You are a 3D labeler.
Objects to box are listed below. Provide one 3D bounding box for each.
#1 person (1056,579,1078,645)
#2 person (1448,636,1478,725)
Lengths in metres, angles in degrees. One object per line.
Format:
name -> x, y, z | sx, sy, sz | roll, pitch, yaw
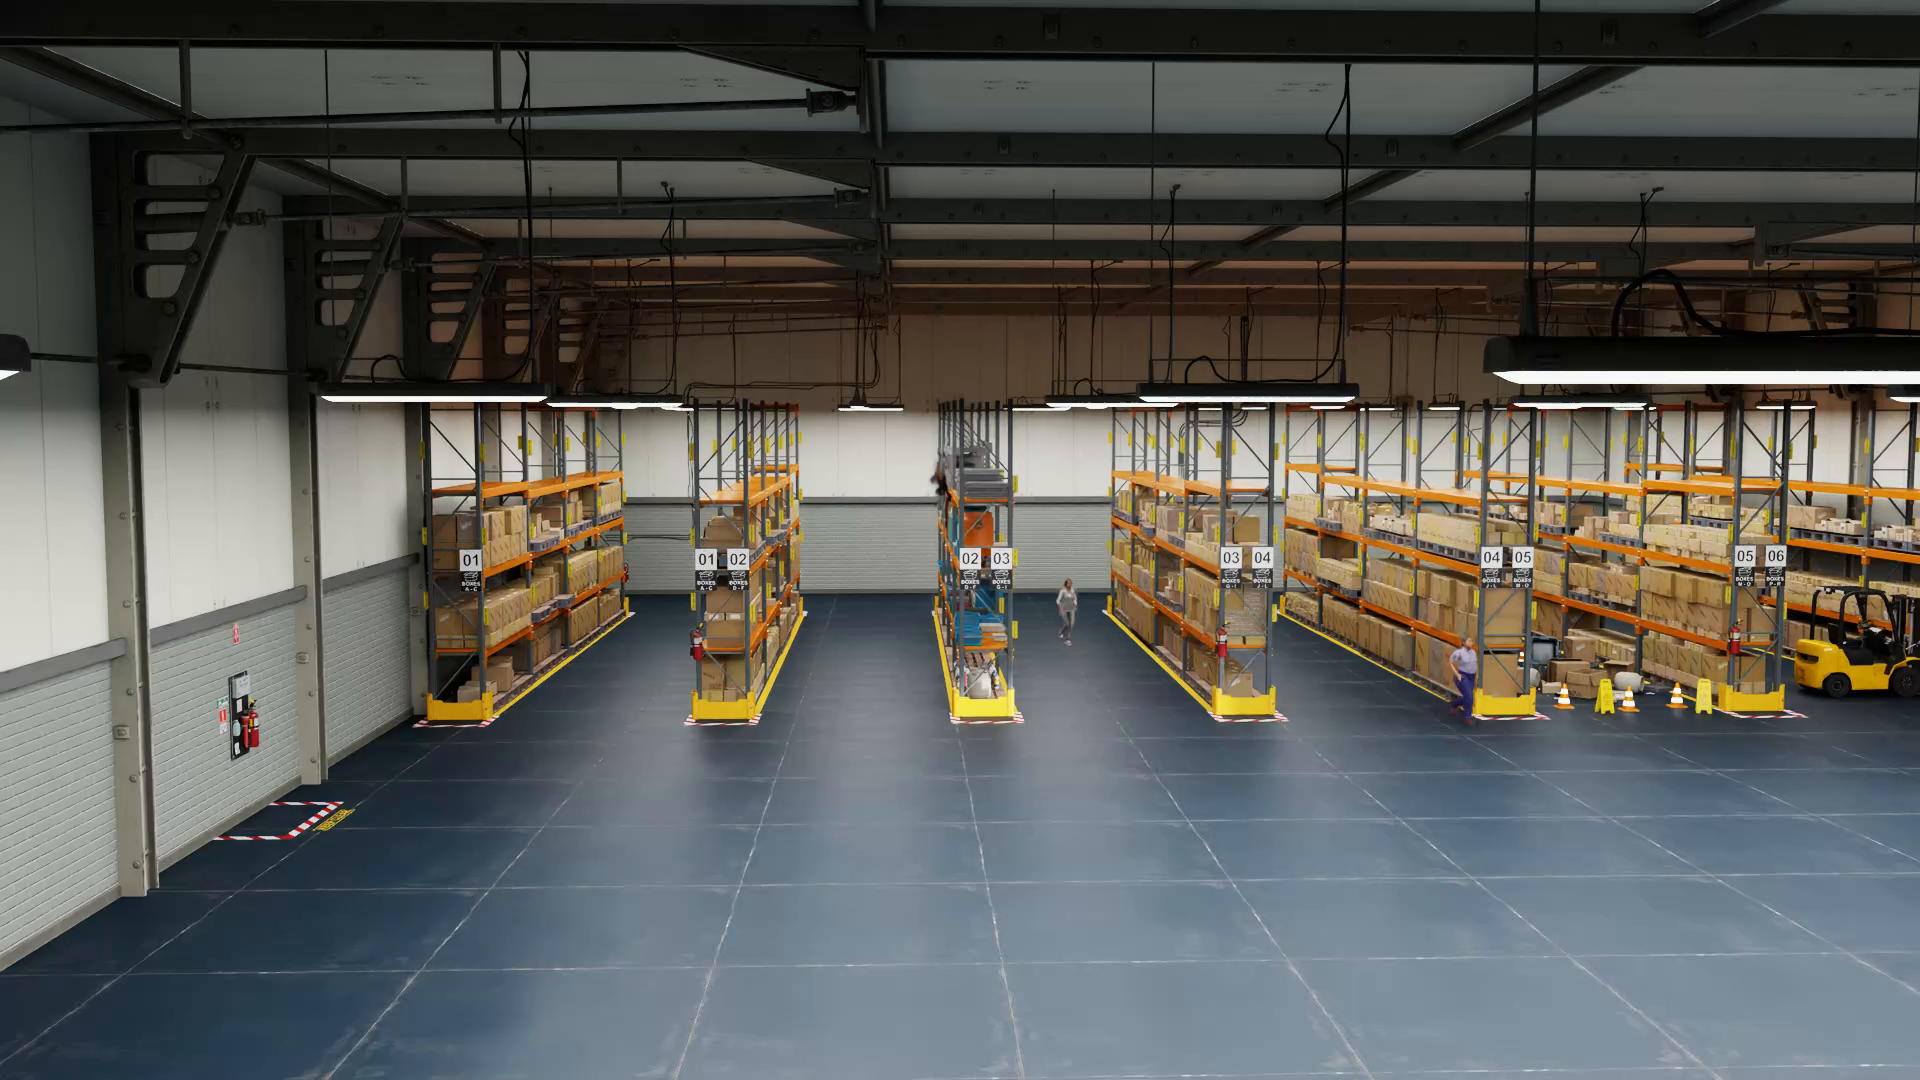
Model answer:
person -> 2.524, 1.684, 39.216 | 0.522, 1.564, 0.521 | -1, 5, -17
person -> 9.364, 2.589, 30.893 | 0.626, 1.627, 0.761 | -2, 5, -29
